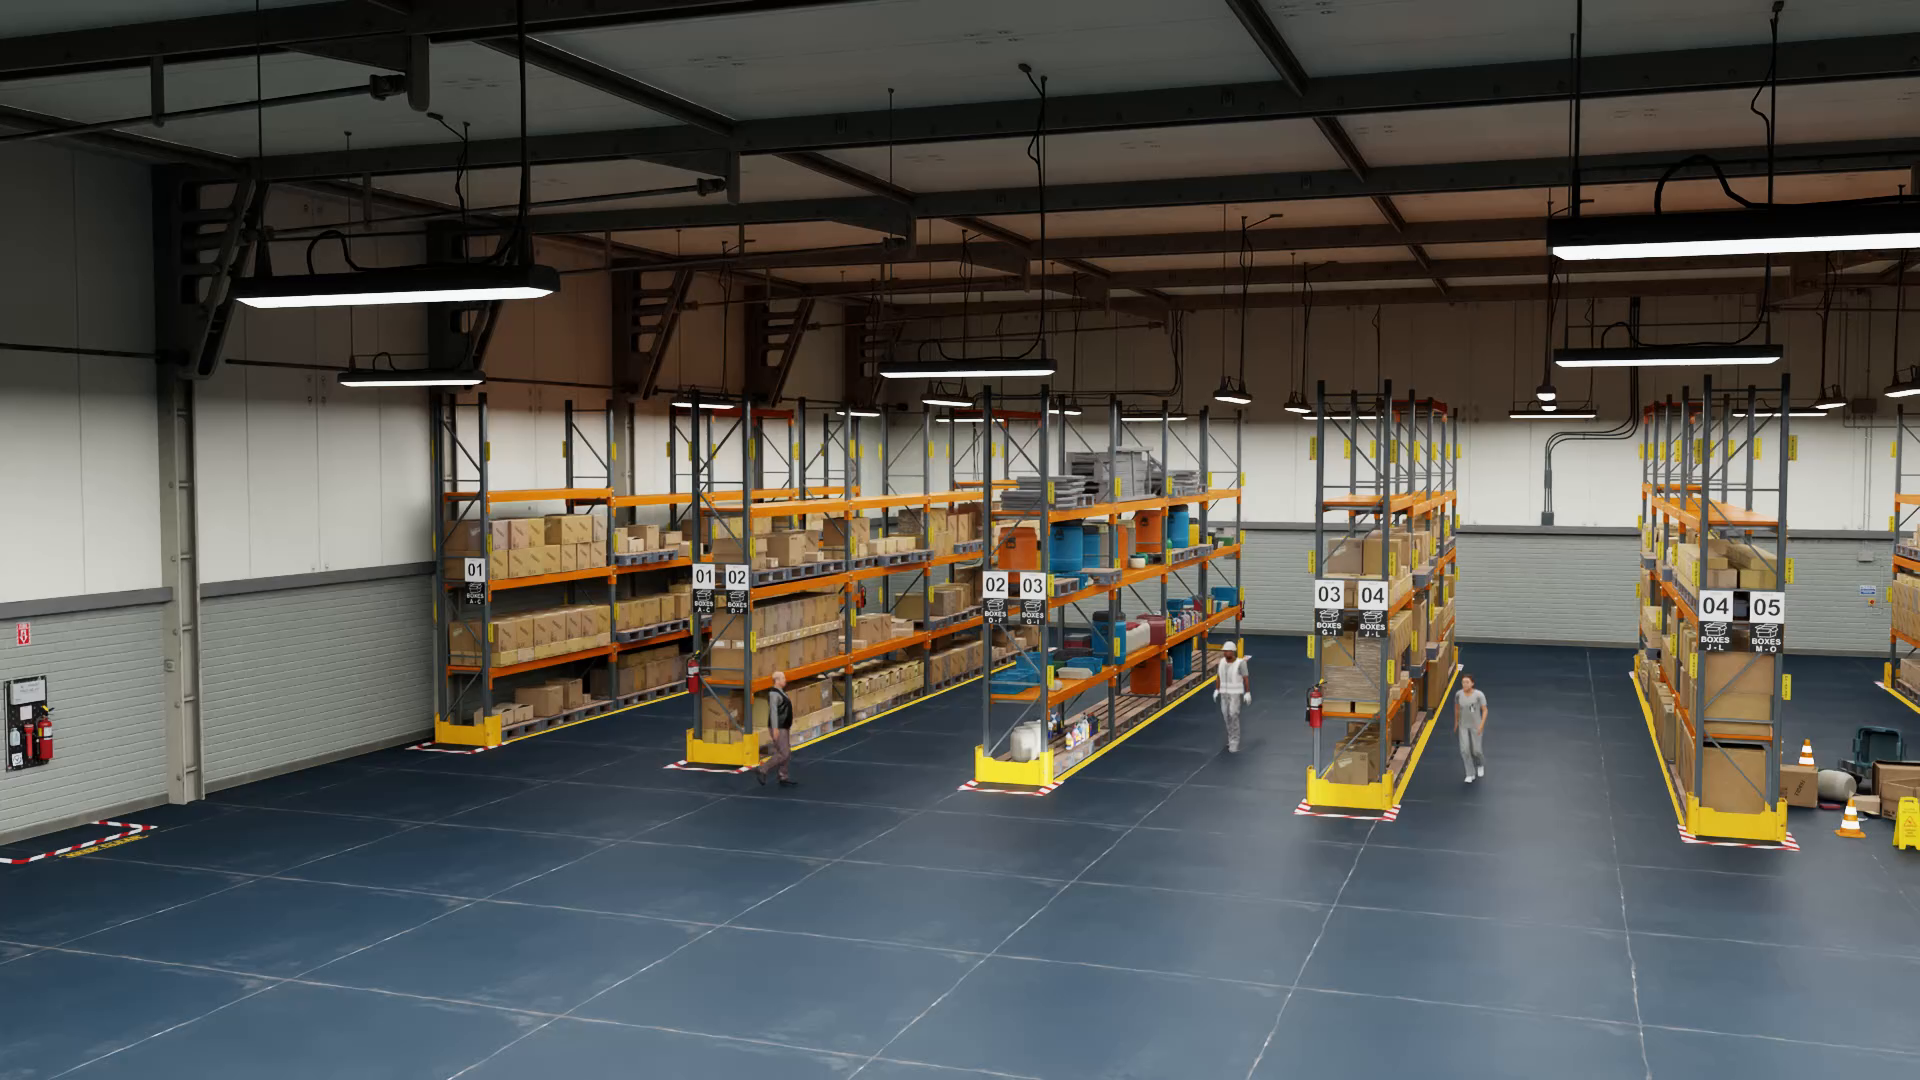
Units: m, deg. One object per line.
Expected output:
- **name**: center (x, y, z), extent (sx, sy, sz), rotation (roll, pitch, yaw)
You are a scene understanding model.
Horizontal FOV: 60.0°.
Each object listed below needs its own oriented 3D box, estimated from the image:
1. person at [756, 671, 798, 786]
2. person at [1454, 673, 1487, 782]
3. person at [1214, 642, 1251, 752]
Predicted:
- **person**: center (-2.726, 2.812, 24.786), extent (0.608, 1.712, 0.555), rotation (0, 3, 5)
- **person**: center (7.803, 2.836, 25.337), extent (0.501, 1.650, 0.608), rotation (2, 4, 31)
- **person**: center (4.524, 2.621, 28.032), extent (0.642, 1.786, 0.643), rotation (-3, 4, -44)
